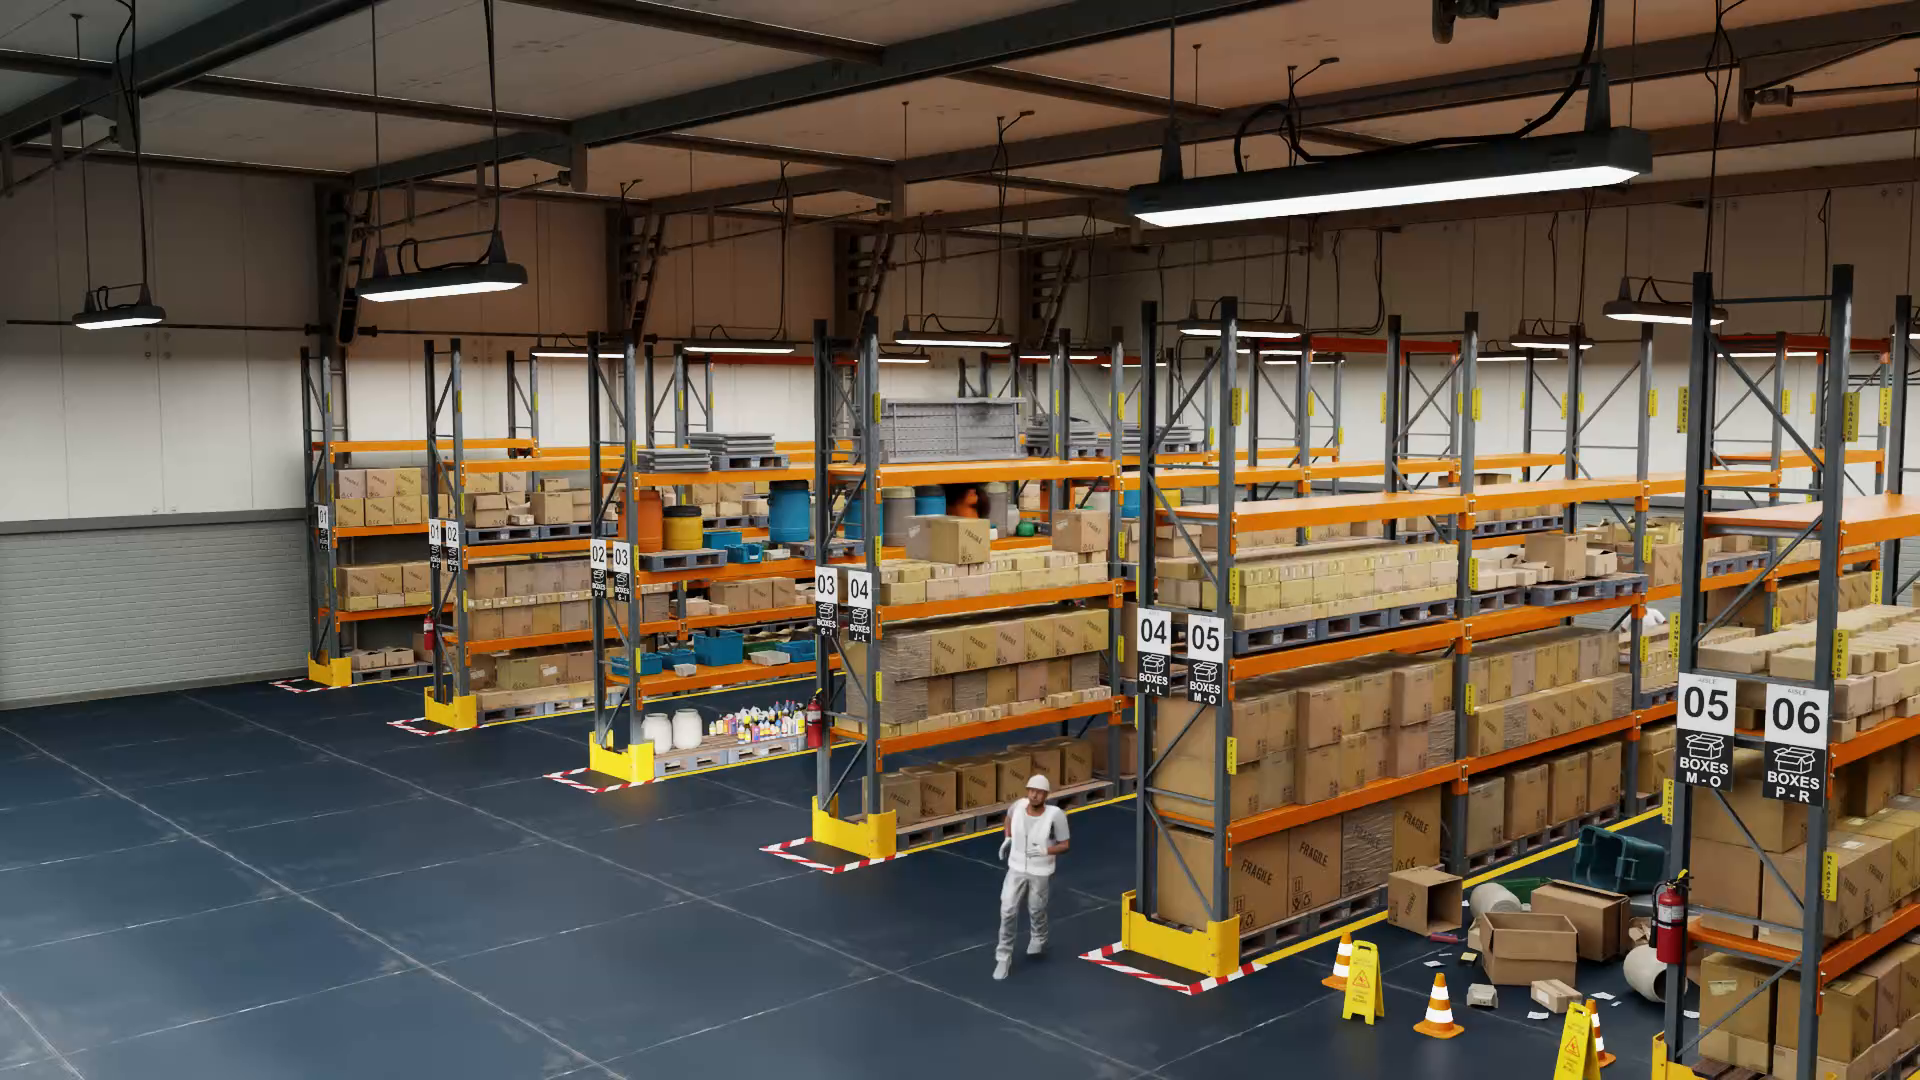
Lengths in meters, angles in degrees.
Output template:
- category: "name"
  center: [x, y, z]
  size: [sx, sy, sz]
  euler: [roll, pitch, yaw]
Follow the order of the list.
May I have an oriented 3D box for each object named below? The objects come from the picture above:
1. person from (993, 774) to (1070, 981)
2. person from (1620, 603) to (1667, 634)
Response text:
- category: "person"
  center: [0.666, 2.984, 14.915]
  size: [0.679, 1.813, 0.846]
  euler: [2, 5, 20]
- category: "person"
  center: [11.913, 1.788, 28.878]
  size: [0.832, 1.680, 0.746]
  euler: [1, 5, 8]
